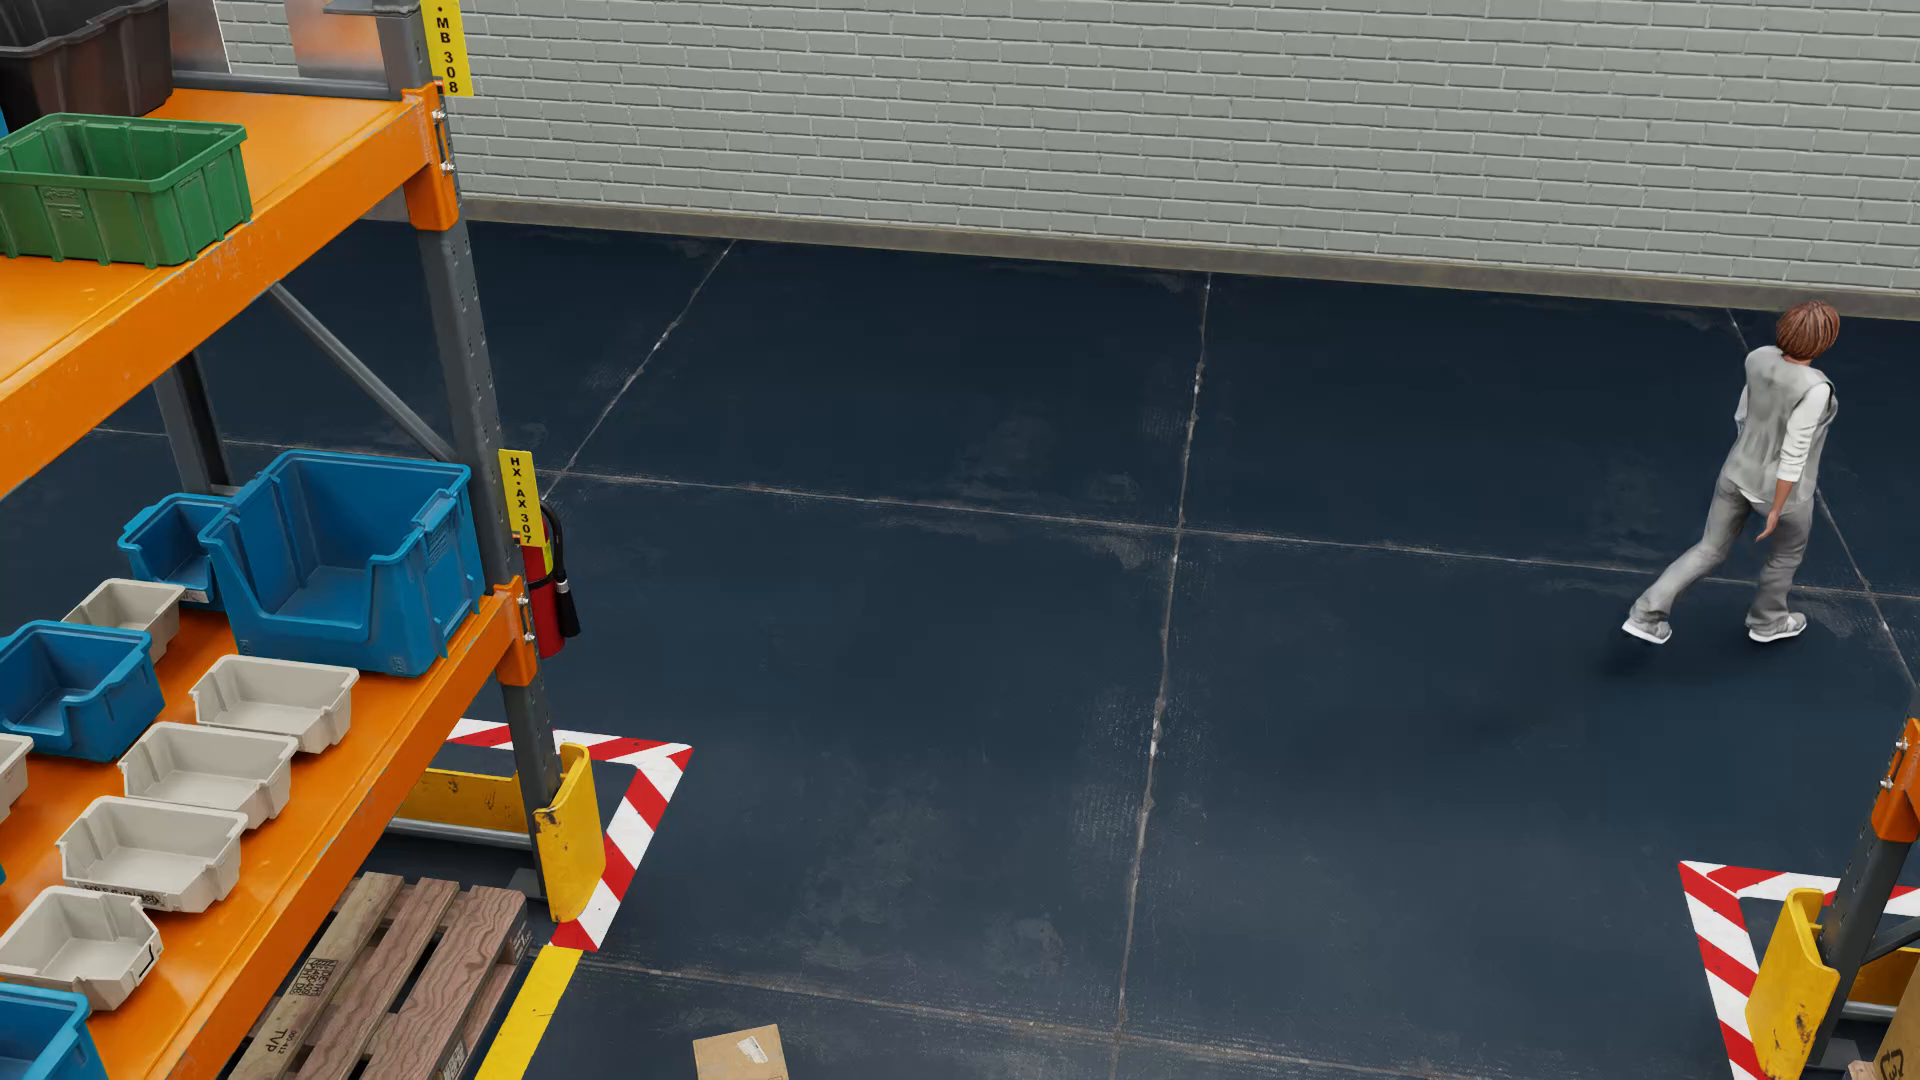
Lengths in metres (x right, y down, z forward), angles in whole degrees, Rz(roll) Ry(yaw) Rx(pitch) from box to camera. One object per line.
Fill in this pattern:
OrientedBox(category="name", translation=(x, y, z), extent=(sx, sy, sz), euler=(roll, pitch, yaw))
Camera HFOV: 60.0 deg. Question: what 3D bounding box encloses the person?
OrientedBox(category="person", translation=(3.111, -0.229, 6.493), extent=(0.896, 1.549, 0.419), euler=(-13, 35, -19))
